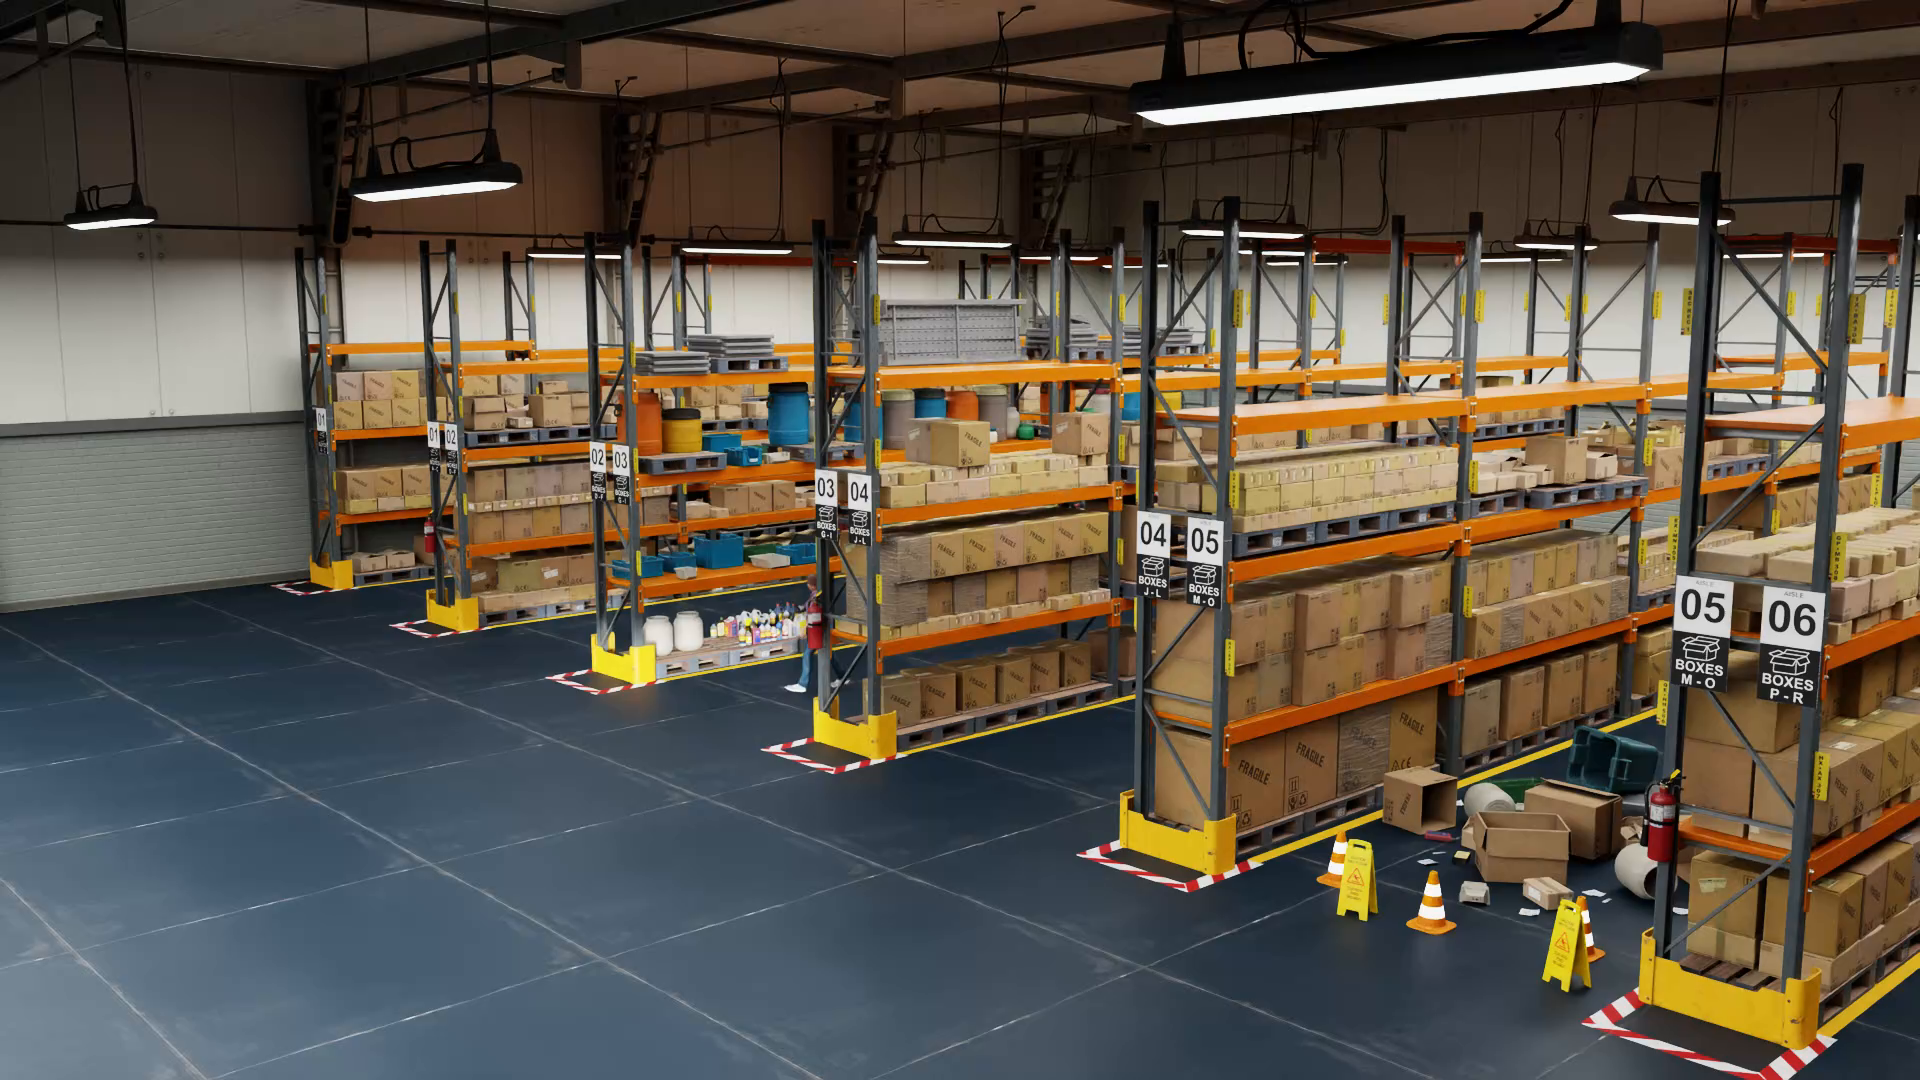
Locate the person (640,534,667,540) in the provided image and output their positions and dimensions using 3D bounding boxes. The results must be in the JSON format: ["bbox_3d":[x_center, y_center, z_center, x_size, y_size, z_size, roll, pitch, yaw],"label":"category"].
[{"bbox_3d":[-5.788,-0.209,30.938,0.665,1.765,0.773,7,11,40],"label":"person"}]

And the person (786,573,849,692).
[{"bbox_3d":[-1.874,1.201,21.815,0.817,1.562,0.426,0,8,-2],"label":"person"}]
